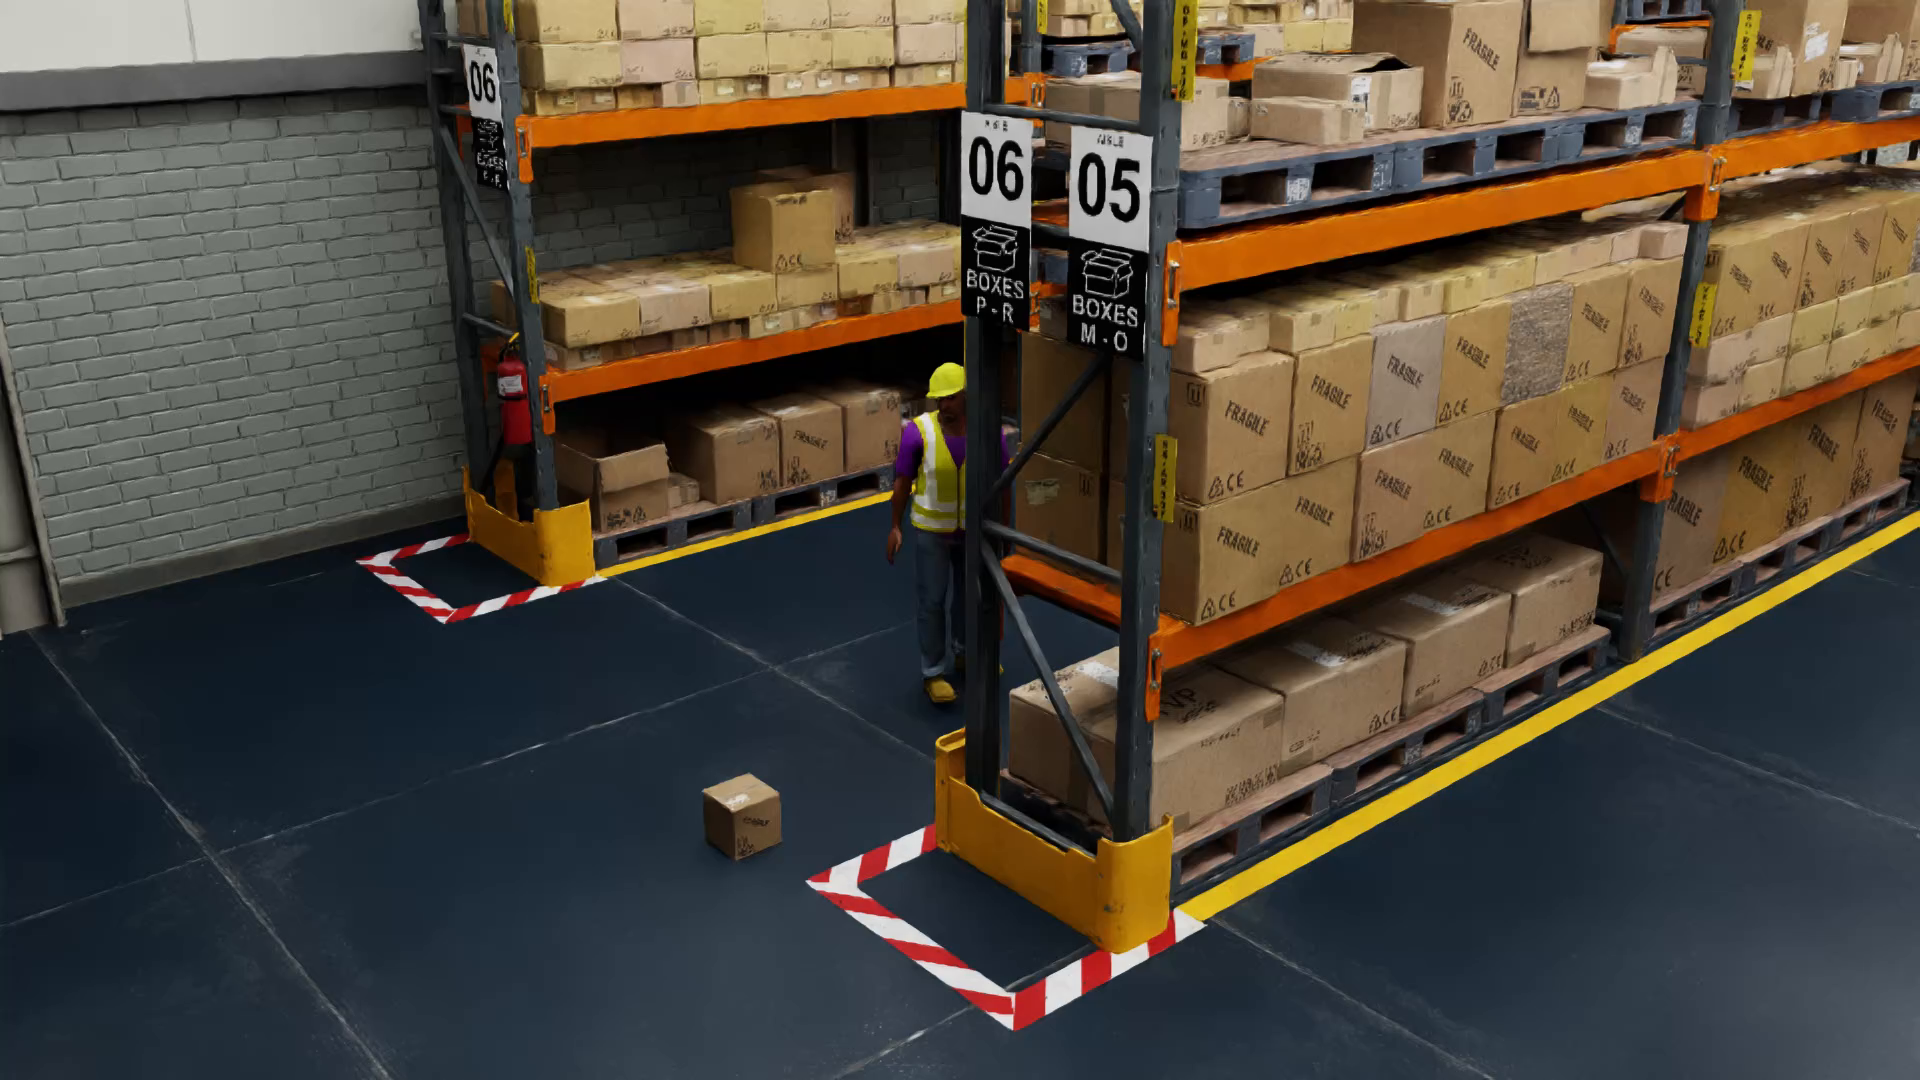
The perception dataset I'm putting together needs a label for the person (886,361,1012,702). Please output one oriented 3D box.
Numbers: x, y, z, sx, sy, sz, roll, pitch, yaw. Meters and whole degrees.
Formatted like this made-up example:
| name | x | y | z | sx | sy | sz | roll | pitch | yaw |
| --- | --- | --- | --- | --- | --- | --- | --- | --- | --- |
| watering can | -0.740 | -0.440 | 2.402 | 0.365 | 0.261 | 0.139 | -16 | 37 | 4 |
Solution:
| name | x | y | z | sx | sy | sz | roll | pitch | yaw |
| --- | --- | --- | --- | --- | --- | --- | --- | --- | --- |
| person | -0.043 | -0.045 | 8.595 | 0.675 | 1.763 | 0.572 | -6 | 22 | -15 |
